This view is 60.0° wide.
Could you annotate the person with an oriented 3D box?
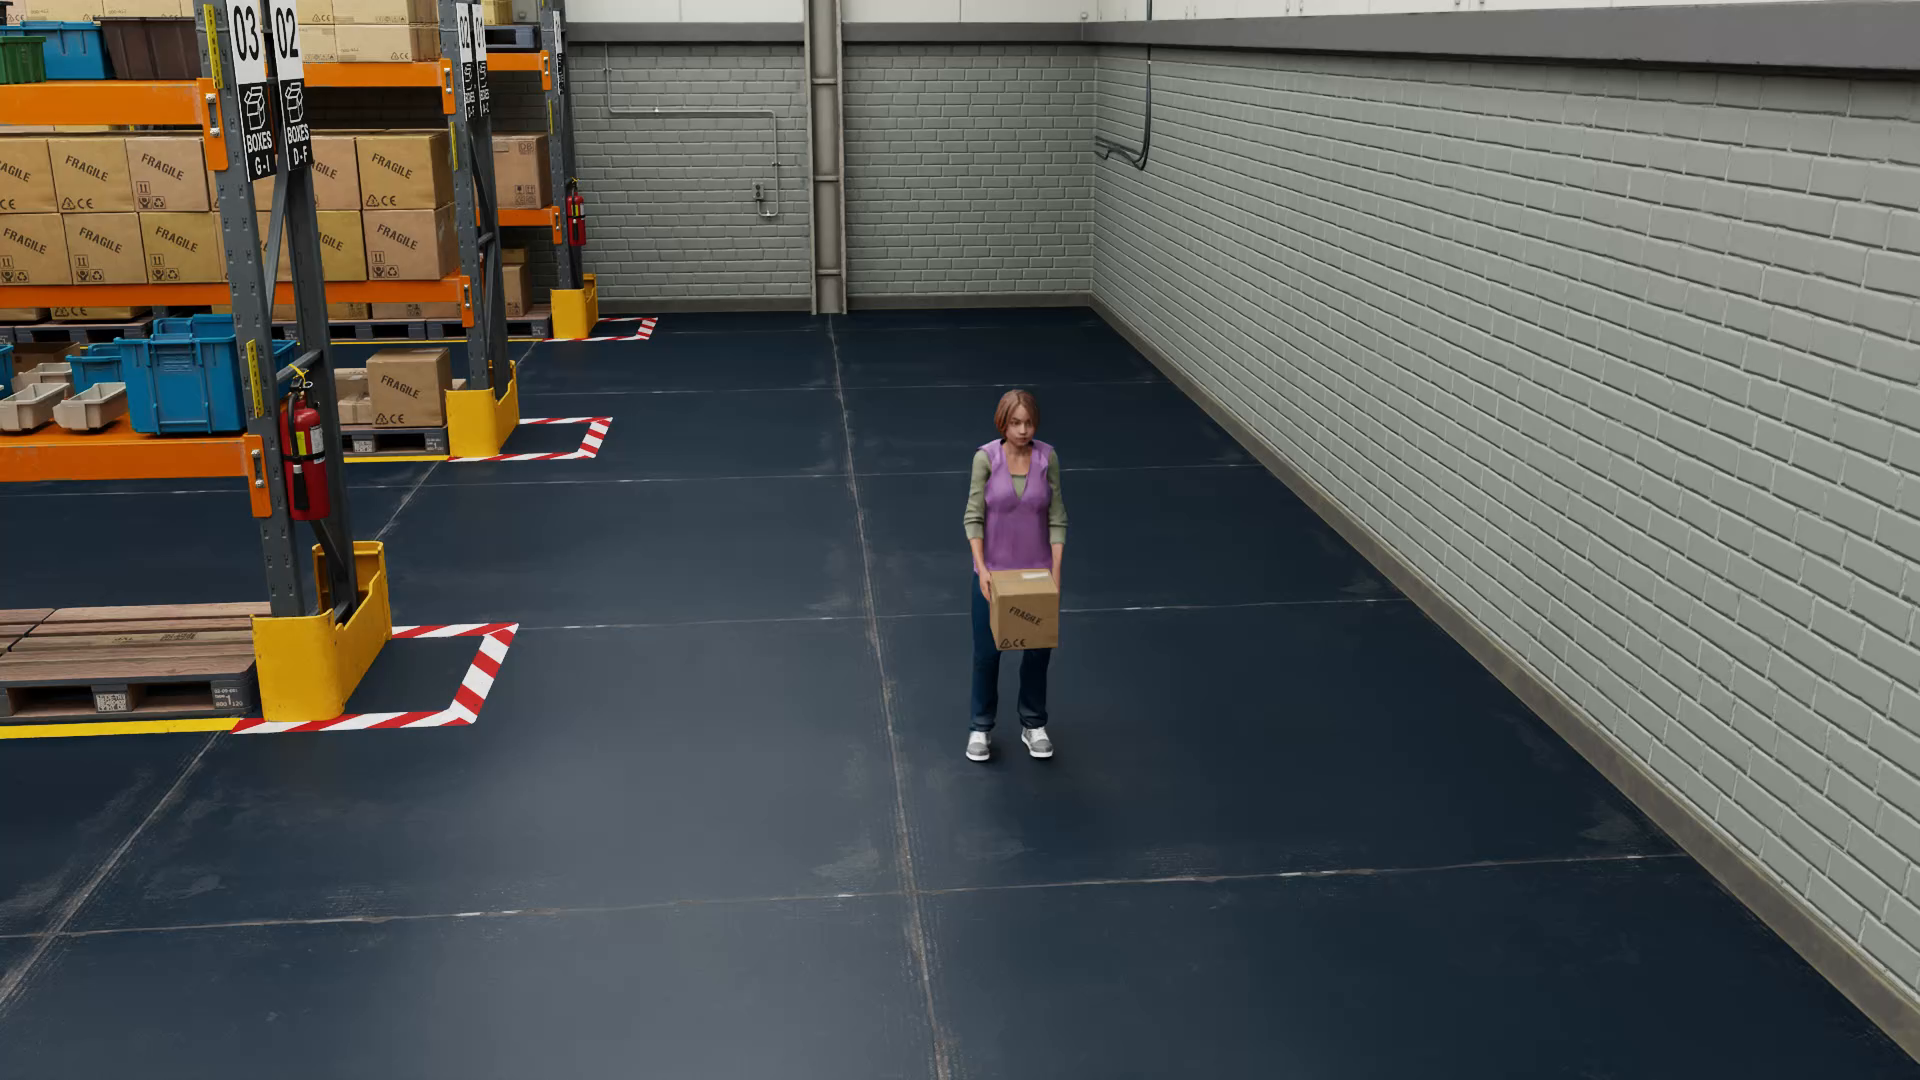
[{"bbox_3d":[0.234,0.250,7.101,0.444,1.385,0.338,-2,17,-7],"label":"person"}]
